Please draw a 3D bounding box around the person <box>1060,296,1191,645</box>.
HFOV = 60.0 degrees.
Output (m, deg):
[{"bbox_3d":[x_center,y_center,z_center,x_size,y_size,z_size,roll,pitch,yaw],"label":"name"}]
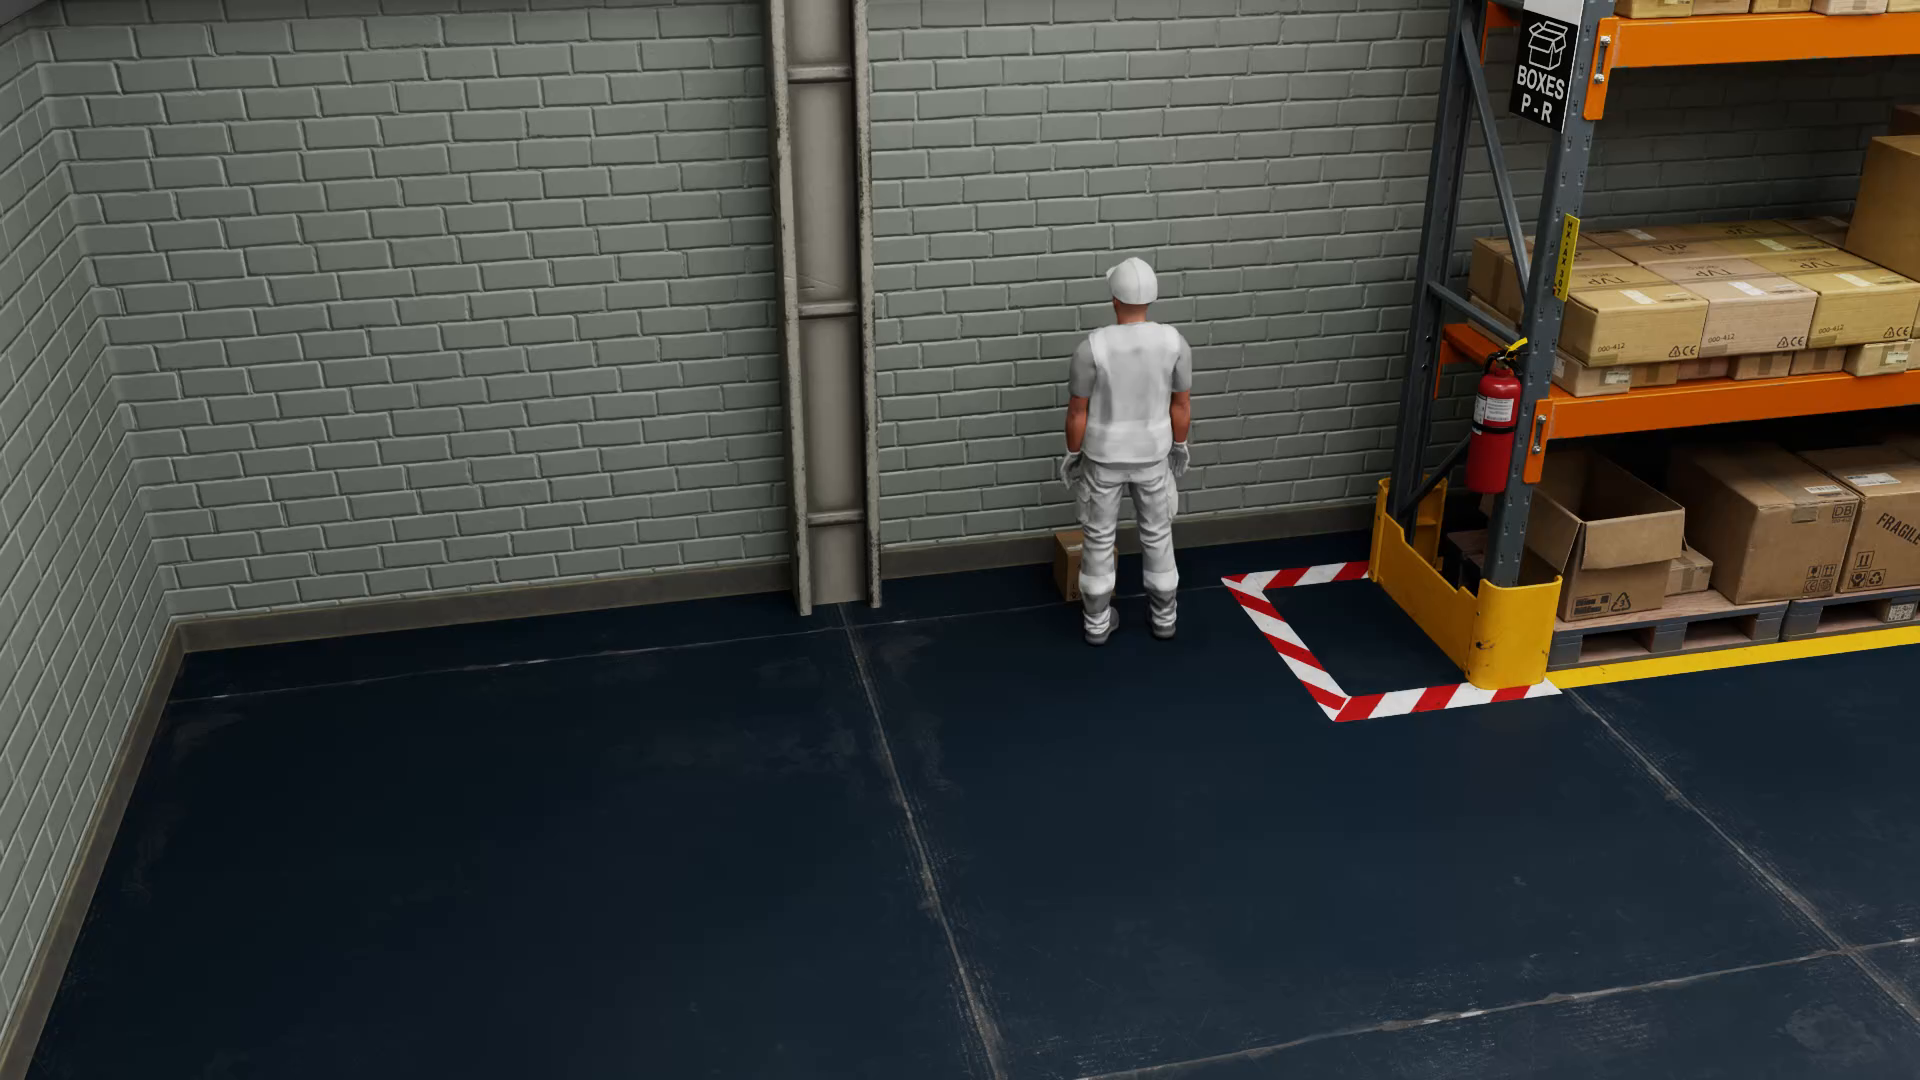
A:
[{"bbox_3d":[0.730,-0.361,7.327,0.587,1.748,0.382,-2,27,-5],"label":"person"}]
